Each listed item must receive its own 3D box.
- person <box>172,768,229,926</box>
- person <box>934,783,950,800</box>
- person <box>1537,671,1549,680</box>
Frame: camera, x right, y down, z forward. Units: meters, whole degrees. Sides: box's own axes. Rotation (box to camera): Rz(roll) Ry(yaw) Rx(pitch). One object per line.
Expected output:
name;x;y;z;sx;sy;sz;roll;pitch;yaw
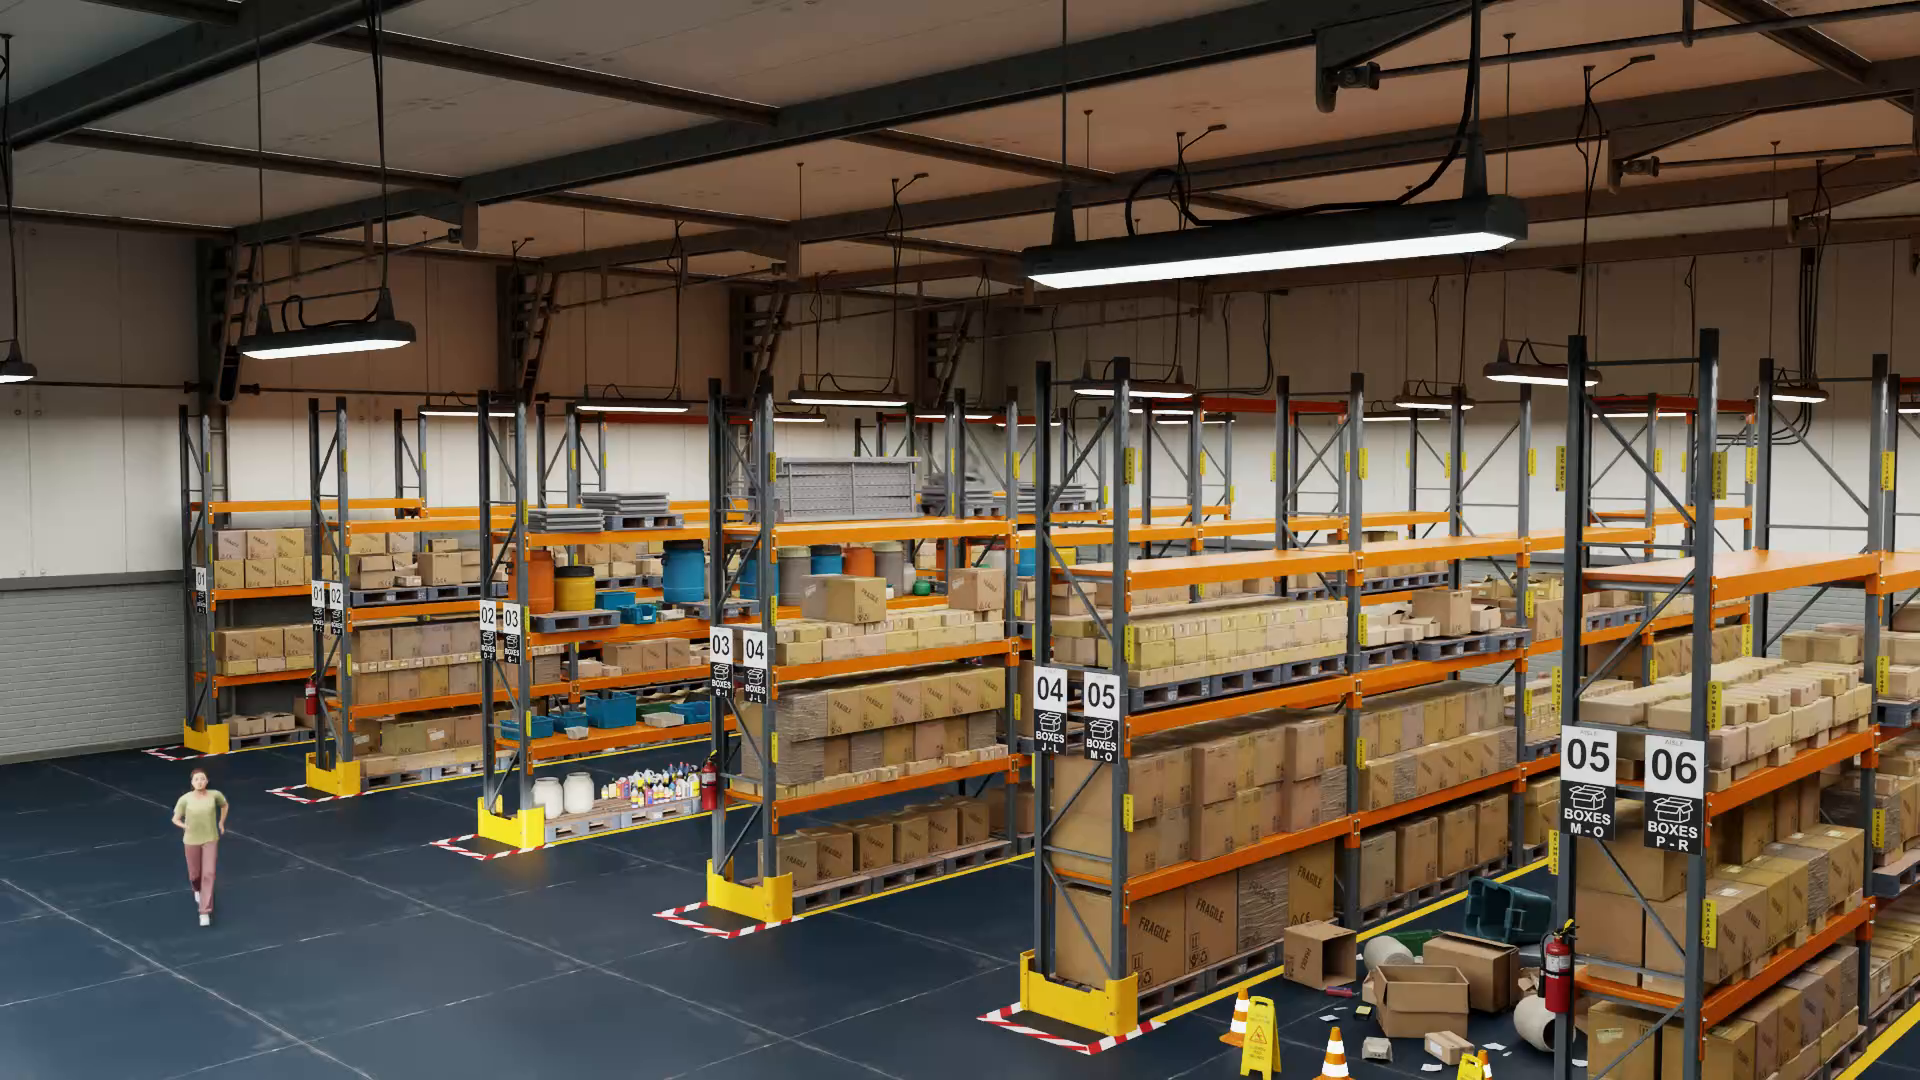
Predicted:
person;-8.401;3.353;18.416;0.578;1.663;0.935;-1;3;-25
person;-0.313;3.069;23.838;0.596;1.690;0.614;2;4;33
person;9.097;2.922;26.127;0.701;1.740;0.627;2;4;38
